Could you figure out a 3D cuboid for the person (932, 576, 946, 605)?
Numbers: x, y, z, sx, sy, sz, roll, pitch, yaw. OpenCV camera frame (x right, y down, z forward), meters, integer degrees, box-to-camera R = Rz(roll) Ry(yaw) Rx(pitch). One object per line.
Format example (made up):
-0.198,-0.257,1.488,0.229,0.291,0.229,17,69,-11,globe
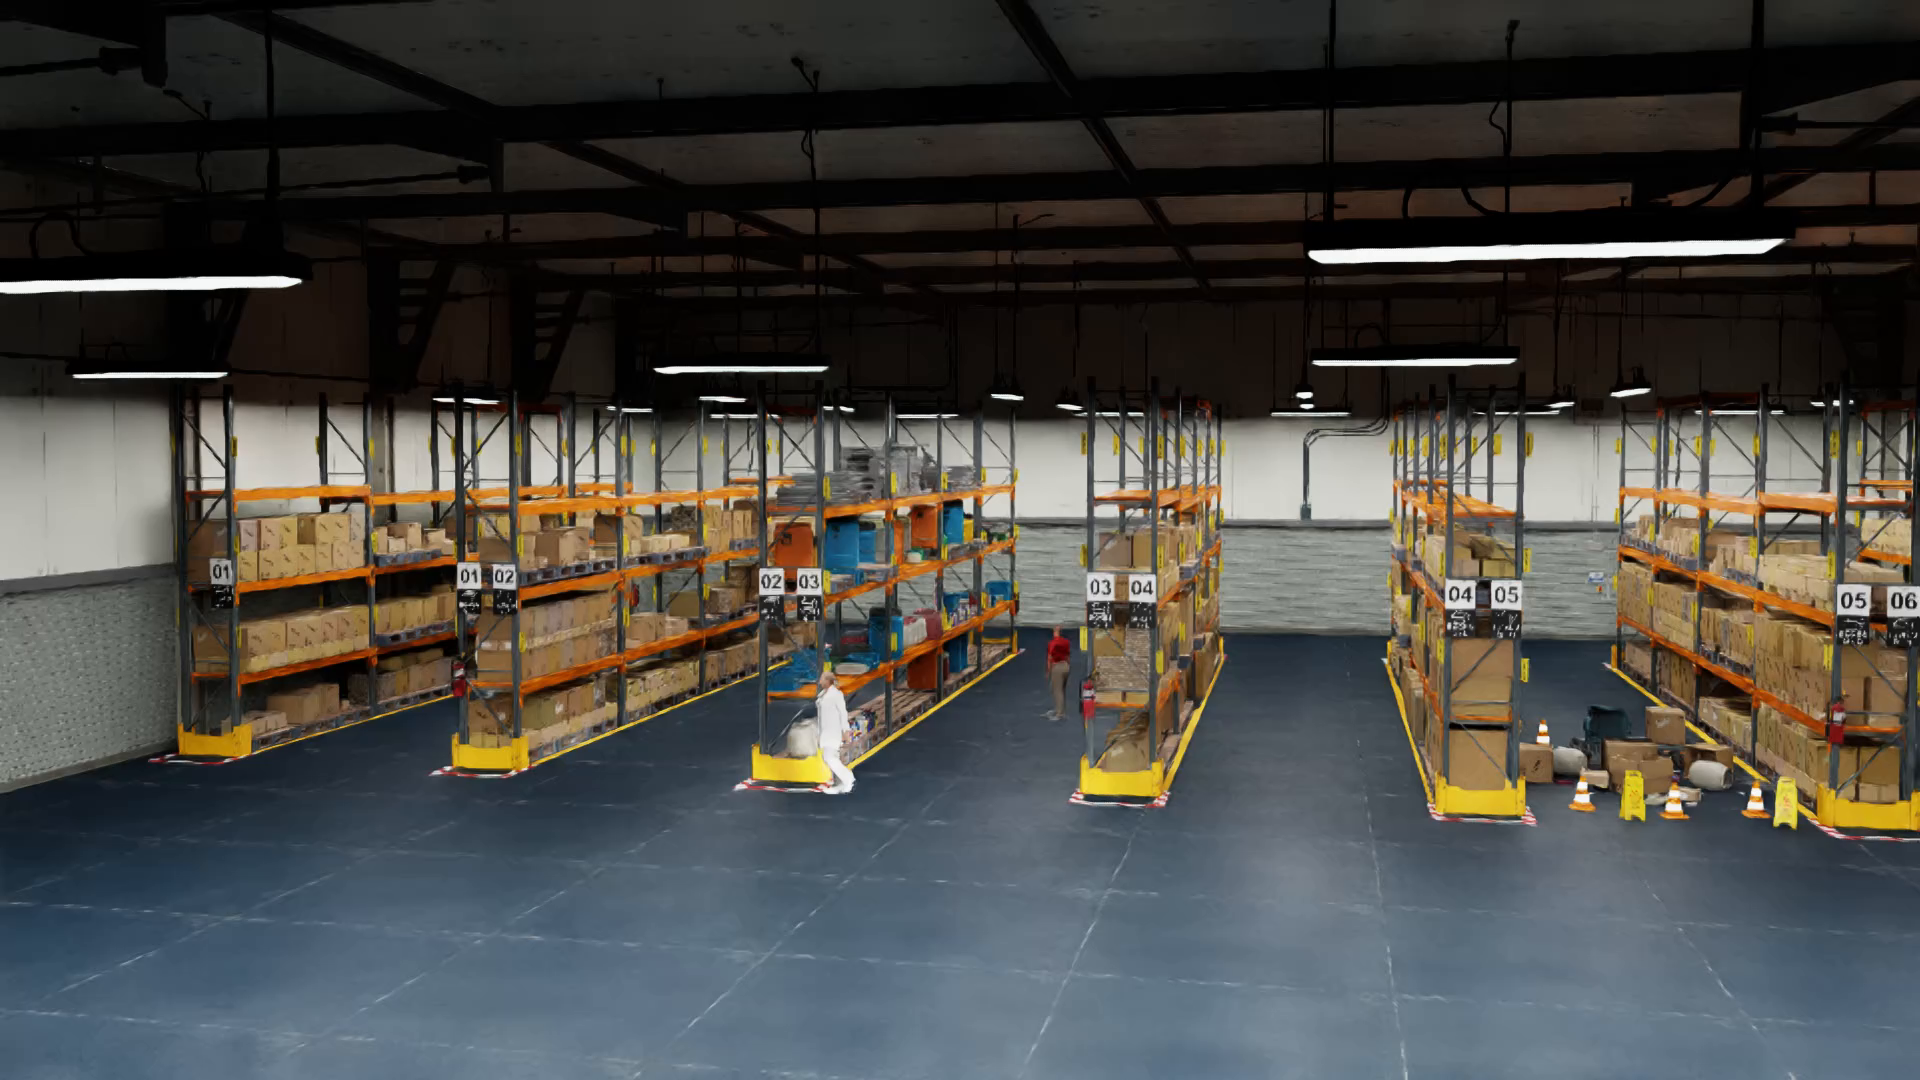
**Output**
-0.662,1.725,44.449,0.586,1.594,0.425,-3,4,-42,person

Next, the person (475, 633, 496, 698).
-9.376,2.331,33.041,0.511,1.598,1.058,0,3,3,person

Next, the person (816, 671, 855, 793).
-1.819,2.770,23.954,0.547,1.763,0.709,-2,4,-29,person

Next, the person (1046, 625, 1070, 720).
1.775,2.416,30.603,0.591,1.716,0.661,3,4,38,person
